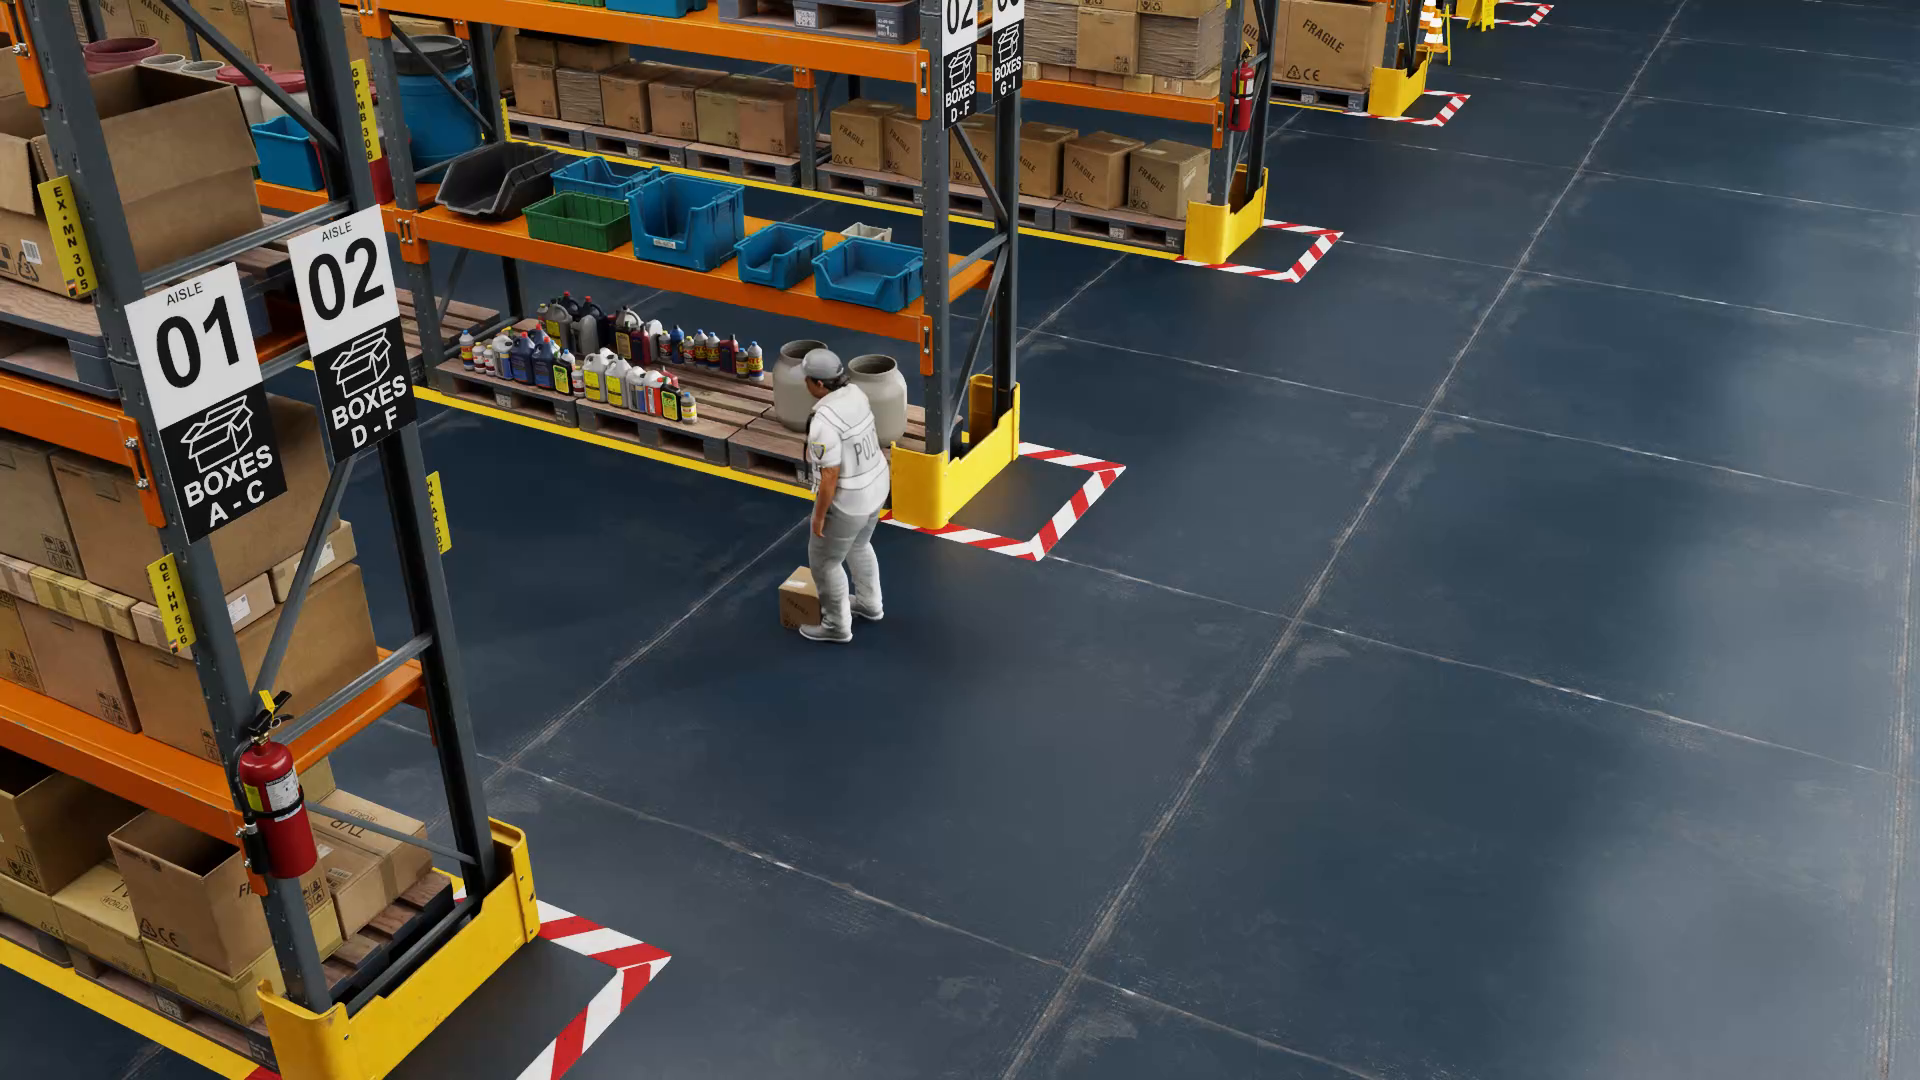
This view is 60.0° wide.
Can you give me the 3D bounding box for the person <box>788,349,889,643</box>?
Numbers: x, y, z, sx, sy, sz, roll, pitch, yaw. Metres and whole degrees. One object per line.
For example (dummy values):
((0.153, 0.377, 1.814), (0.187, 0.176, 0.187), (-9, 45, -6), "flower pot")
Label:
((-0.622, -0.230, 8.673), (0.469, 1.665, 0.561), (12, 32, 20), "person")
